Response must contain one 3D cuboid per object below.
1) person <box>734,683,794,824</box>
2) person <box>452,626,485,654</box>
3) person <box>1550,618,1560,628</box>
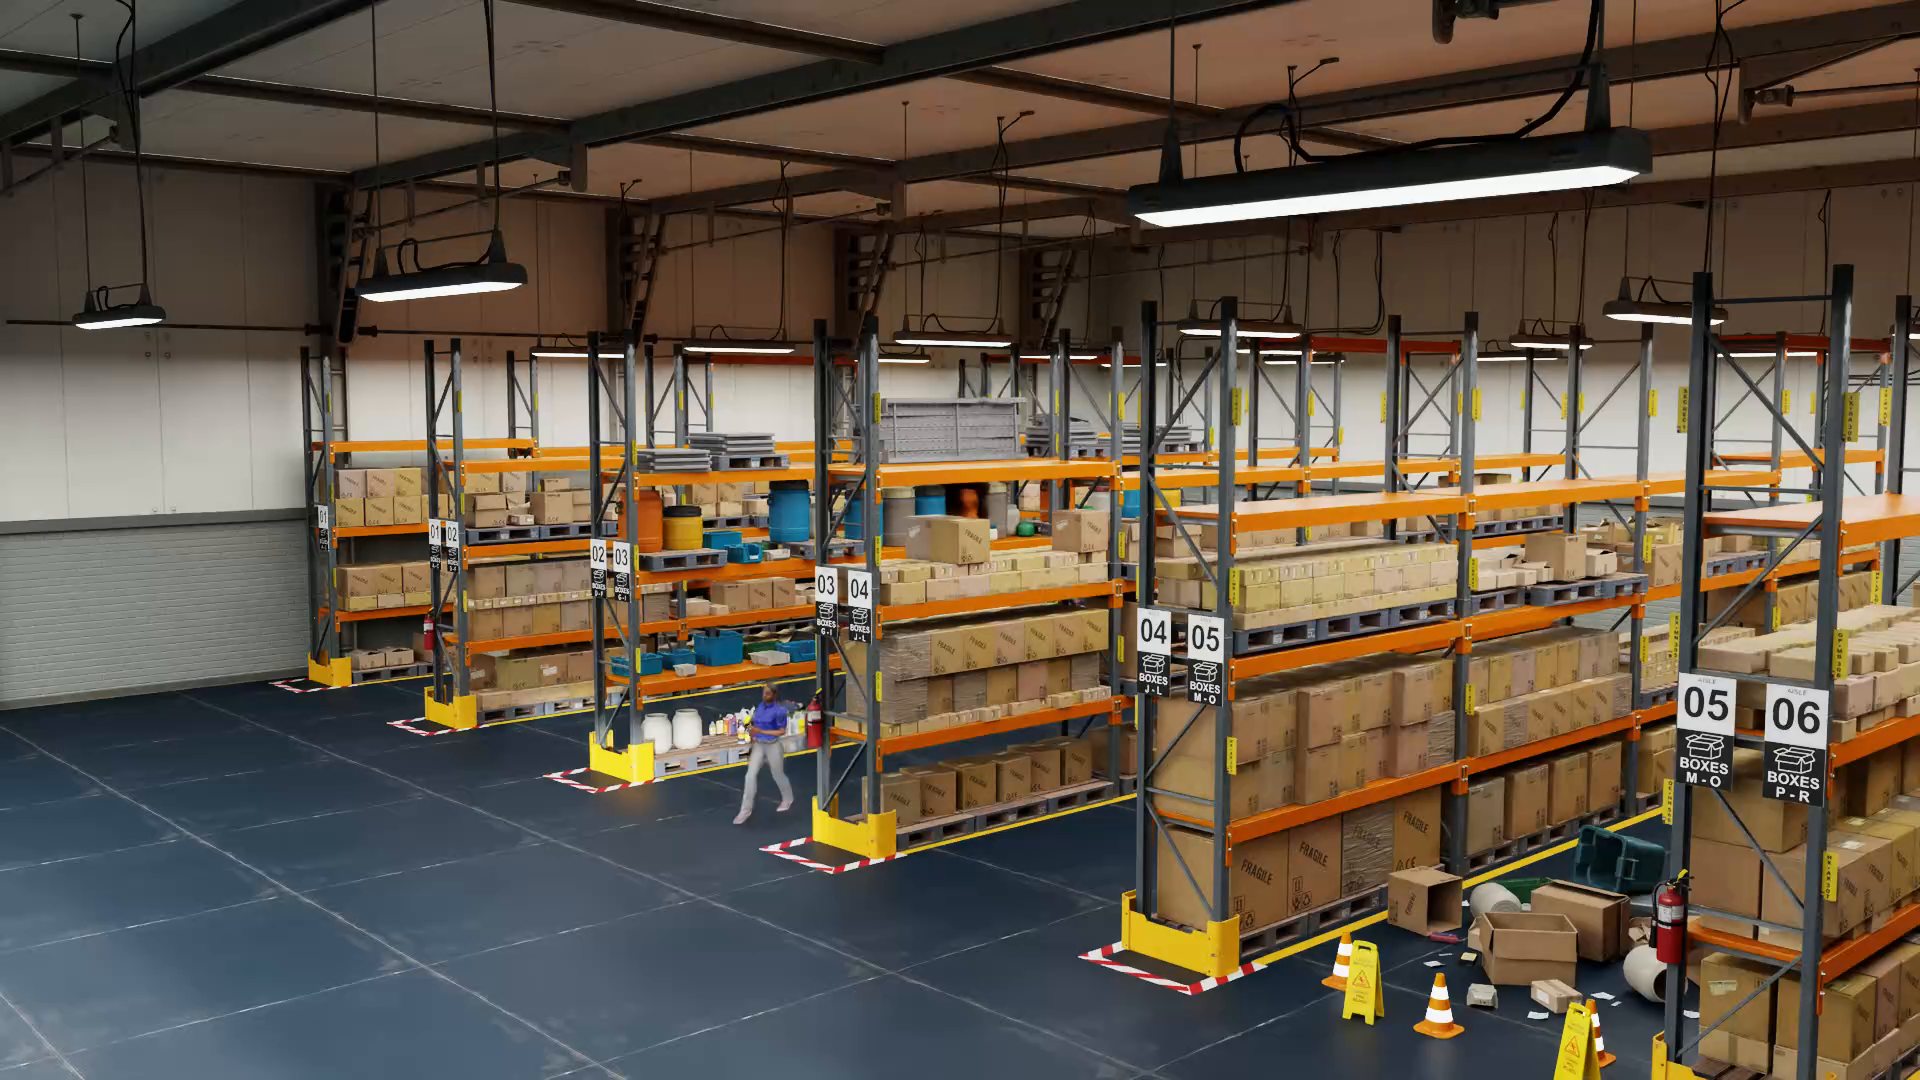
[{"bbox_3d":[-2.300,2.534,20.045,0.555,1.646,0.950,3,6,29],"label":"person"},{"bbox_3d":[-8.220,1.815,28.162,0.734,1.805,0.687,-5,7,-44],"label":"person"},{"bbox_3d":[9.414,2.005,26.245,0.548,1.738,0.847,4,7,41],"label":"person"}]
